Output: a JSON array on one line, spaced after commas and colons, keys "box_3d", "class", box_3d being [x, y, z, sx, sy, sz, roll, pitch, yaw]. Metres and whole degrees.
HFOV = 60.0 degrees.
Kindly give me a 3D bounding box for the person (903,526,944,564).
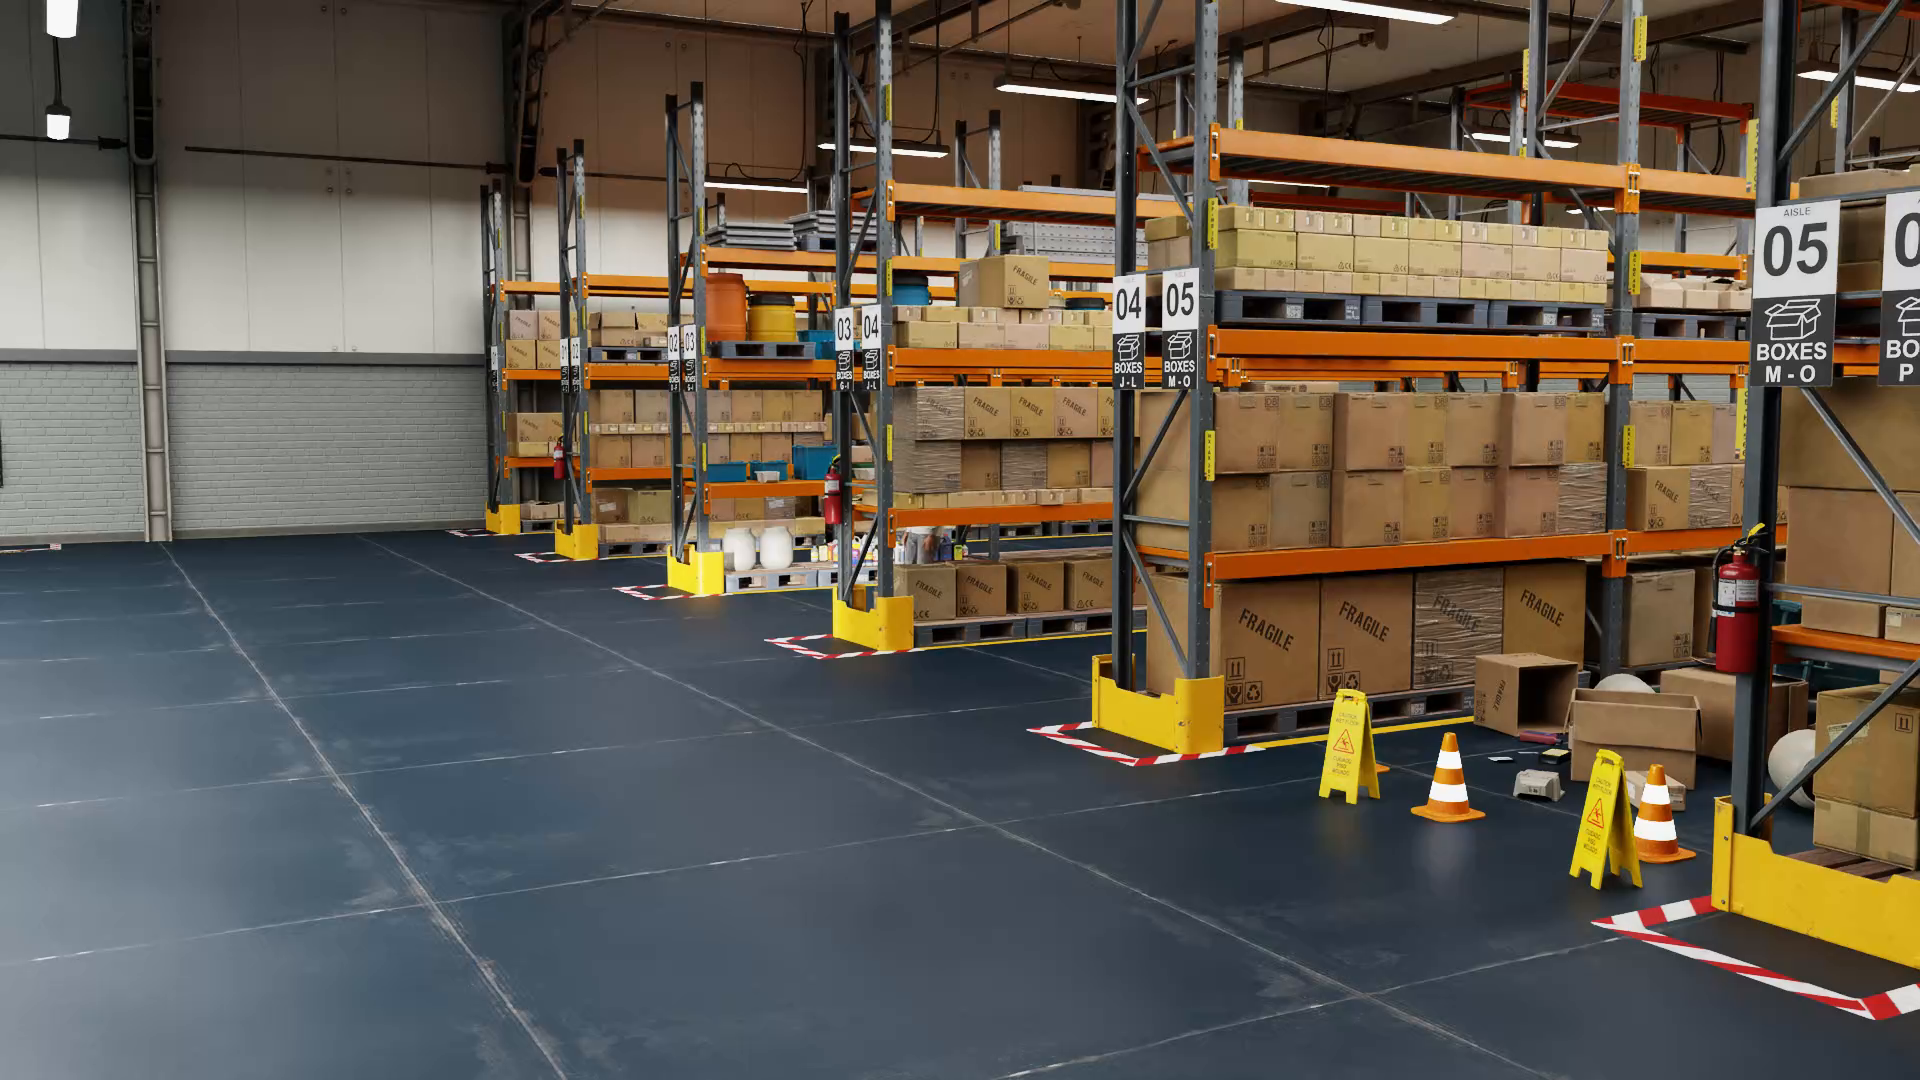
[{"box_3d": [-0.417, -0.046, 17.620, 0.464, 1.771, 0.581, -3, 6, -31], "class": "person"}]
